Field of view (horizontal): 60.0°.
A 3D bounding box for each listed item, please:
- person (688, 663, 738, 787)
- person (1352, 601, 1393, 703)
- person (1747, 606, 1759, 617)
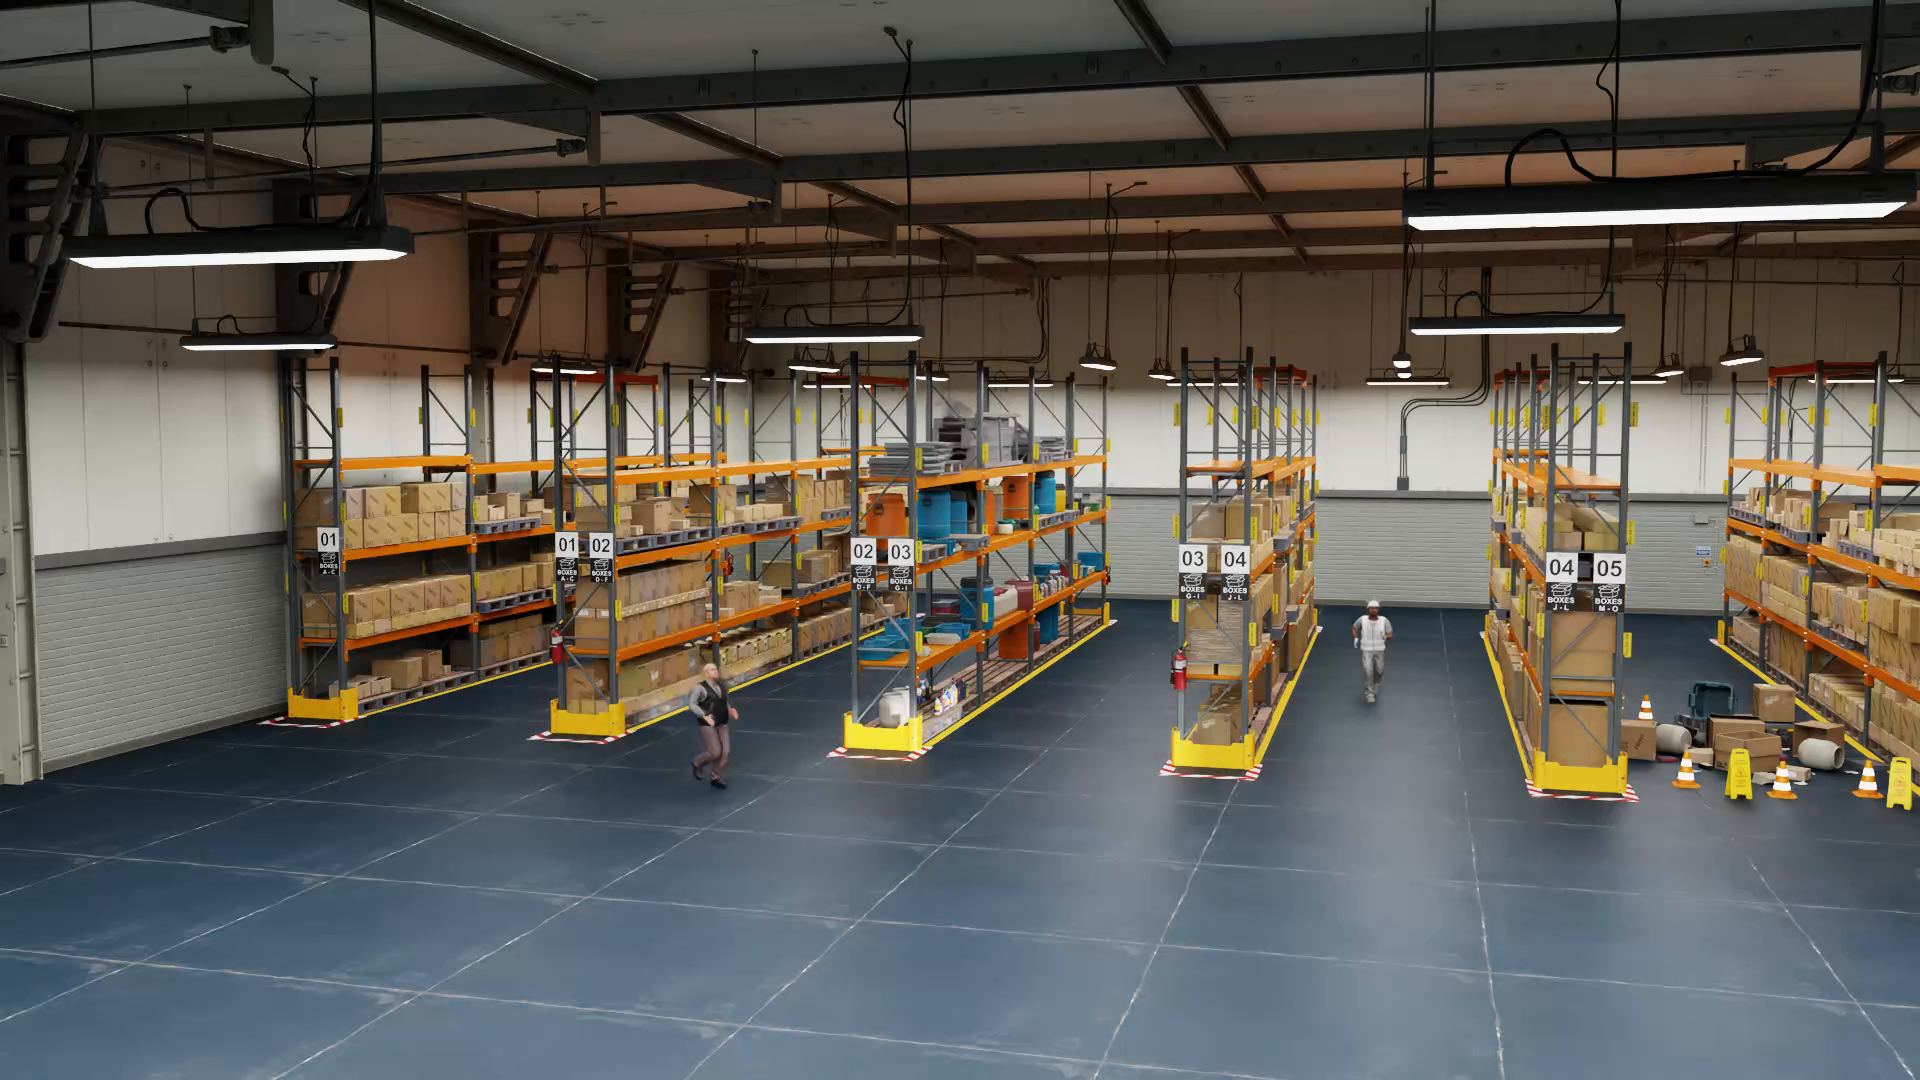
[{"bbox_3d":[-3.340,2.508,22.585,0.575,1.672,0.658,4,5,40],"label":"person"},{"bbox_3d":[7.280,1.947,29.329,0.693,1.763,0.986,1,4,7],"label":"person"},{"bbox_3d":[18.153,1.375,37.727,0.770,1.729,0.547,-2,5,-30],"label":"person"}]
